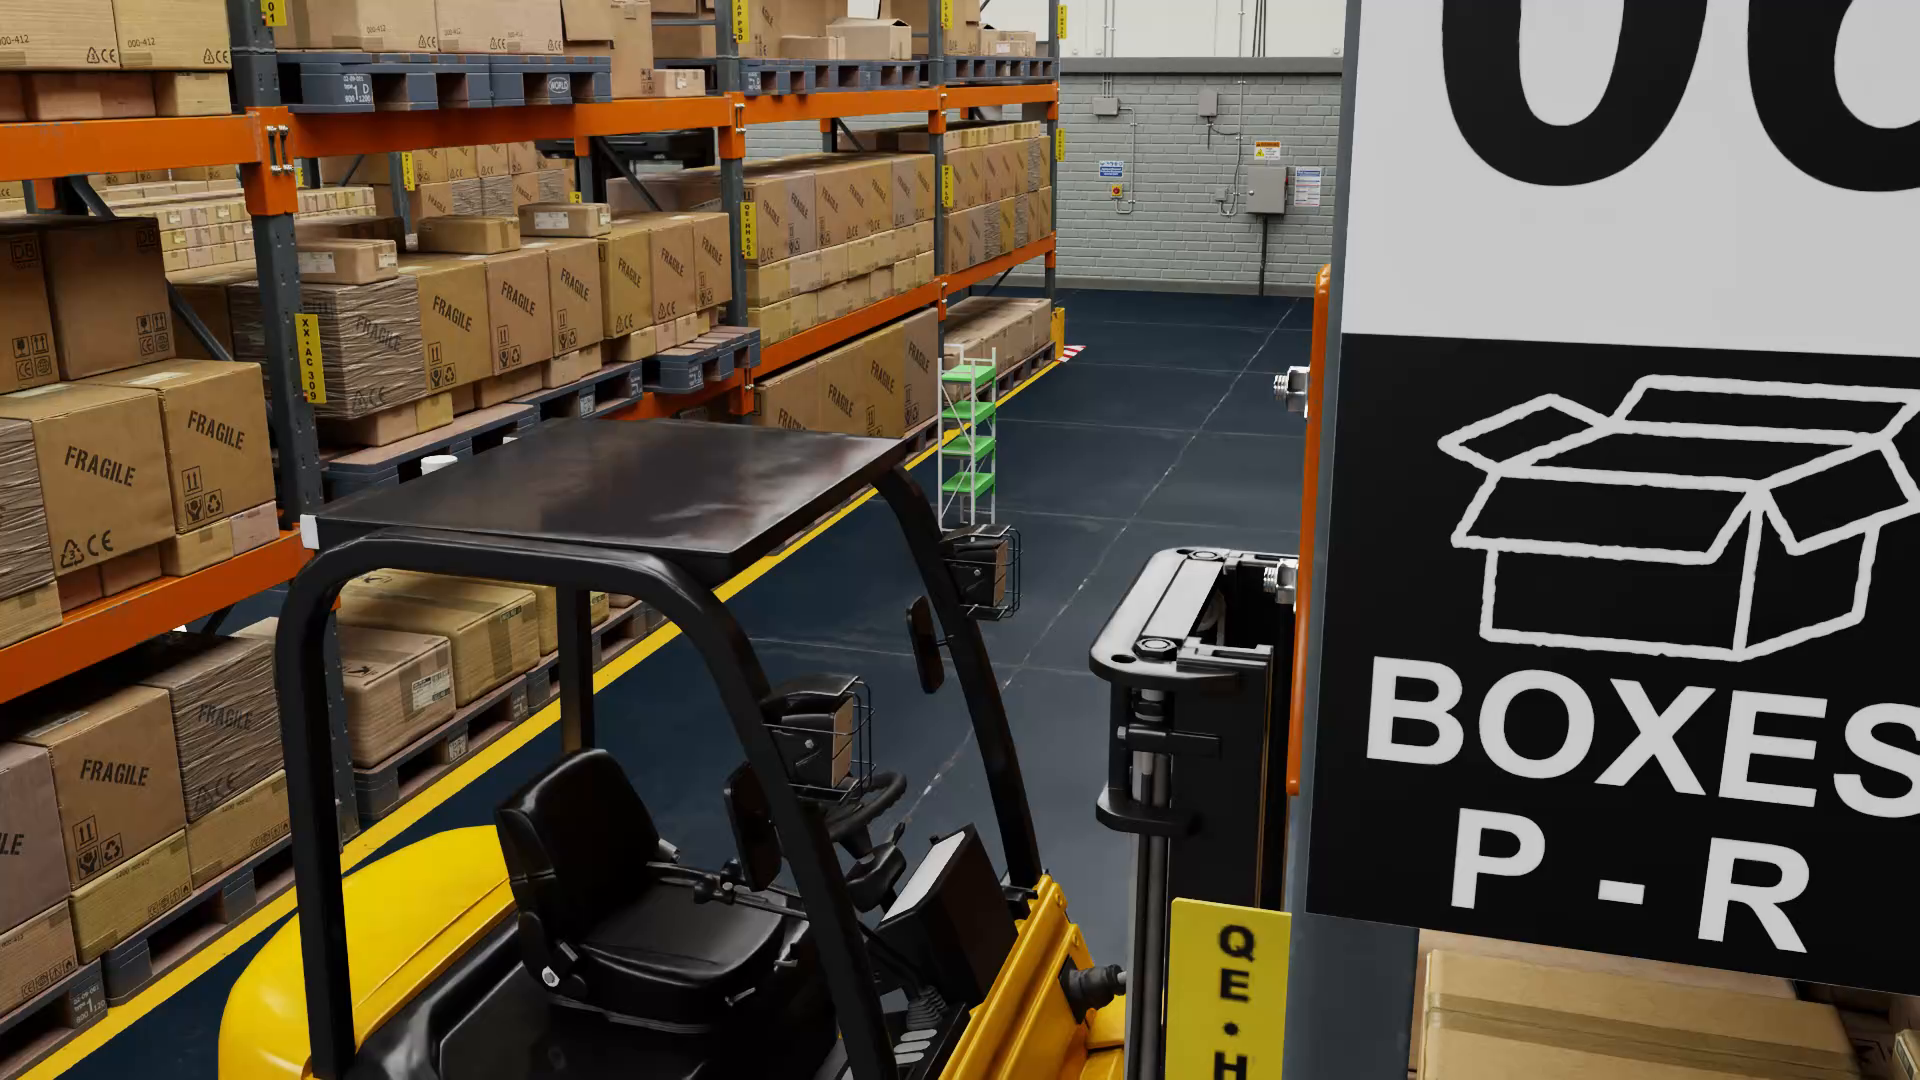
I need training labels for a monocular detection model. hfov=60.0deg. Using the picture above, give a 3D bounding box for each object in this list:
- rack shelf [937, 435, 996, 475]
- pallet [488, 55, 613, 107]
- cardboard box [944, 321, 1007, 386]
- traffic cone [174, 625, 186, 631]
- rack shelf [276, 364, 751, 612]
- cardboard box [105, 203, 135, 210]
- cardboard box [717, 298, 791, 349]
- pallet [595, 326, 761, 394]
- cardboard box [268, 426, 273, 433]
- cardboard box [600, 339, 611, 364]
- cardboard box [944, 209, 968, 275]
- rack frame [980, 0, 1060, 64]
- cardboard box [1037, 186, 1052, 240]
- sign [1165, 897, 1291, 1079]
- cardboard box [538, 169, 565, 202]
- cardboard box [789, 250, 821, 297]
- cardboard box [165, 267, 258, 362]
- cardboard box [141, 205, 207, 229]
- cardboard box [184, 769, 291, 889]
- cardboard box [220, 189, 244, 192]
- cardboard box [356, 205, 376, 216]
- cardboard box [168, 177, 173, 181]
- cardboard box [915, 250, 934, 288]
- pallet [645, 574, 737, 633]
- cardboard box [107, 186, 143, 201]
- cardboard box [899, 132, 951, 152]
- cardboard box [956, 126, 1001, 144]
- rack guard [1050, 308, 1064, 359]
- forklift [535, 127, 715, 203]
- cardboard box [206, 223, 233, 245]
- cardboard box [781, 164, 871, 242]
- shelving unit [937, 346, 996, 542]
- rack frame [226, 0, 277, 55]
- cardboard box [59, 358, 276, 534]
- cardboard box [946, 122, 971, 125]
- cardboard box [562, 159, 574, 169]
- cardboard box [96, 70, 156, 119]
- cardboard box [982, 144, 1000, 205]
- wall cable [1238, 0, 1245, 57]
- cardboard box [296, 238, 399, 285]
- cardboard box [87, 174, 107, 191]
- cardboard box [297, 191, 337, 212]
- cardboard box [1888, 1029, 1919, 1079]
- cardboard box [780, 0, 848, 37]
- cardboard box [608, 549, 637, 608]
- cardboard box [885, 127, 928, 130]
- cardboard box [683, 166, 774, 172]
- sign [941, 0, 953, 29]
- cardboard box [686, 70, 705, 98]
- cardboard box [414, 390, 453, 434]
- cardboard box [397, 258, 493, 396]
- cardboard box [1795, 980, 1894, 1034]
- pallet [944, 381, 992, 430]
[{"bbox_3d":[0.047,-0.559,10.836,0.258,0.148,0.480,5,16,16],"label":"rack shelf"},{"bbox_3d":[-2.332,-2.064,7.456,1.213,0.211,1.003,5,16,16],"label":"pallet"},{"bbox_3d":[-0.092,-1.739,15.389,0.875,0.438,0.875,4,16,14],"label":"cardboard box"},{"bbox_3d":[-3.891,0.501,8.215,0.336,0.463,0.334,5,16,16],"label":"traffic cone"},{"bbox_3d":[-2.333,-0.464,8.285,1.077,0.370,4.000,5,16,16],"label":"rack shelf"},{"bbox_3d":[-6.545,-2.488,12.706,0.380,0.149,0.250,5,16,16],"label":"cardboard box"},{"bbox_3d":[-1.384,-1.369,10.435,0.500,0.250,0.500,4,16,15],"label":"cardboard box"},{"bbox_3d":[-1.865,-1.046,9.371,1.213,0.211,1.003,5,16,16],"label":"pallet"},{"bbox_3d":[-3.019,-0.524,6.869,0.380,0.149,0.250,5,17,17],"label":"cardboard box"},{"bbox_3d":[-2.004,-0.971,8.445,0.380,0.149,0.250,5,17,16],"label":"cardboard box"},{"bbox_3d":[-0.243,-2.530,14.069,0.500,0.500,0.500,5,17,18],"label":"cardboard box"},{"bbox_3d":[0.509,-6.312,16.592,1.000,3.000,0.127,5,16,16],"label":"rack frame"},{"bbox_3d":[0.626,-3.327,16.880,0.500,0.500,0.500,5,17,16],"label":"cardboard box"},{"bbox_3d":[0.206,0.427,1.270,0.100,0.325,0.005,5,16,16],"label":"sign"},{"bbox_3d":[-4.433,-3.569,17.188,0.500,0.500,0.500,5,16,16],"label":"cardboard box"},{"bbox_3d":[-1.236,-1.750,10.860,0.500,0.250,0.500,5,17,17],"label":"cardboard box"},{"bbox_3d":[-2.990,-0.818,6.719,0.500,0.500,0.500,4,16,15],"label":"cardboard box"},{"bbox_3d":[-5.923,-2.438,12.529,0.380,0.149,0.250,5,17,18],"label":"cardboard box"},{"bbox_3d":[-2.811,1.010,6.041,0.500,0.250,0.500,5,17,18],"label":"cardboard box"},{"bbox_3d":[-6.104,-2.896,14.145,0.380,0.149,0.250,5,17,16],"label":"cardboard box"},{"bbox_3d":[-5.326,-2.842,14.497,0.380,0.149,0.250,5,17,18],"label":"cardboard box"},{"bbox_3d":[-9.388,-4.161,19.731,0.500,0.250,0.500,4,16,14],"label":"cardboard box"},{"bbox_3d":[-0.513,-2.170,13.259,0.500,0.250,0.500,4,16,15],"label":"cardboard box"},{"bbox_3d":[-1.988,0.213,9.692,1.003,0.211,1.213,5,16,16],"label":"pallet"},{"bbox_3d":[-9.309,-3.716,18.162,0.500,0.250,0.500,5,16,16],"label":"cardboard box"},{"bbox_3d":[-0.289,-3.283,13.703,0.380,0.149,0.250,4,16,15],"label":"cardboard box"},{"bbox_3d":[0.162,-3.680,15.102,0.380,0.149,0.250,5,16,16],"label":"cardboard box"},{"bbox_3d":[0.516,-2.230,17.774,1.175,0.500,0.348,5,16,16],"label":"rack guard"},{"bbox_3d":[-2.476,-2.042,12.656,1.130,2.935,3.031,4,16,12],"label":"forklift"},{"bbox_3d":[-5.845,-2.362,12.807,0.380,0.149,0.250,4,16,15],"label":"cardboard box"},{"bbox_3d":[-0.949,-2.368,11.667,0.500,0.500,0.500,5,17,17],"label":"cardboard box"},{"bbox_3d":[0.047,-0.621,10.818,0.258,1.200,0.503,5,16,16],"label":"shelving unit"},{"bbox_3d":[-2.901,-3.173,5.523,1.000,3.000,0.127,5,16,16],"label":"rack frame"},{"bbox_3d":[-2.789,-0.342,5.810,0.500,0.500,0.500,4,16,14],"label":"cardboard box"},{"bbox_3d":[-0.105,-3.992,16.203,0.380,0.149,0.250,4,16,14],"label":"cardboard box"},{"bbox_3d":[-4.301,-4.184,17.523,0.500,0.500,0.500,4,16,14],"label":"cardboard box"},{"bbox_3d":[-2.854,-1.443,5.384,0.380,0.149,0.250,5,17,17],"label":"cardboard box"},{"bbox_3d":[0.046,-3.279,14.878,0.500,0.500,0.500,5,17,17],"label":"cardboard box"},{"bbox_3d":[2.576,-7.763,21.708,2.355,3.000,0.029,5,16,16],"label":"wall cable"},{"bbox_3d":[-2.428,-1.087,6.479,0.380,0.149,0.250,5,16,16],"label":"cardboard box"},{"bbox_3d":[-9.457,-3.950,17.613,0.500,0.500,0.500,4,16,14],"label":"cardboard box"},{"bbox_3d":[-5.480,-2.846,13.967,0.380,0.149,0.250,4,16,14],"label":"cardboard box"},{"bbox_3d":[1.023,0.569,1.407,0.380,0.149,0.250,4,16,15],"label":"cardboard box"},{"bbox_3d":[-1.156,-3.864,12.507,0.500,0.500,0.500,4,16,15],"label":"cardboard box"},{"bbox_3d":[-2.136,0.070,9.132,0.950,0.372,0.625,4,16,15],"label":"cardboard box"},{"bbox_3d":[-0.495,-3.587,14.774,0.380,0.149,0.250,4,16,15],"label":"cardboard box"},{"bbox_3d":[-1.583,-2.282,11.362,0.500,0.500,0.500,5,16,16],"label":"cardboard box"},{"bbox_3d":[-0.105,-4.183,13.059,0.100,0.325,0.005,5,16,16],"label":"sign"},{"bbox_3d":[-1.652,-2.556,9.309,0.380,0.149,0.250,5,16,16],"label":"cardboard box"},{"bbox_3d":[-2.362,-0.552,6.970,0.380,0.149,0.250,5,17,17],"label":"cardboard box"},{"bbox_3d":[-2.351,-0.911,7.047,0.500,0.500,0.500,5,16,16],"label":"cardboard box"},{"bbox_3d":[1.155,0.580,1.916,0.380,0.149,0.250,4,16,15],"label":"cardboard box"},{"bbox_3d":[-0.336,-1.231,14.782,1.003,0.211,1.213,5,16,16],"label":"pallet"}]
